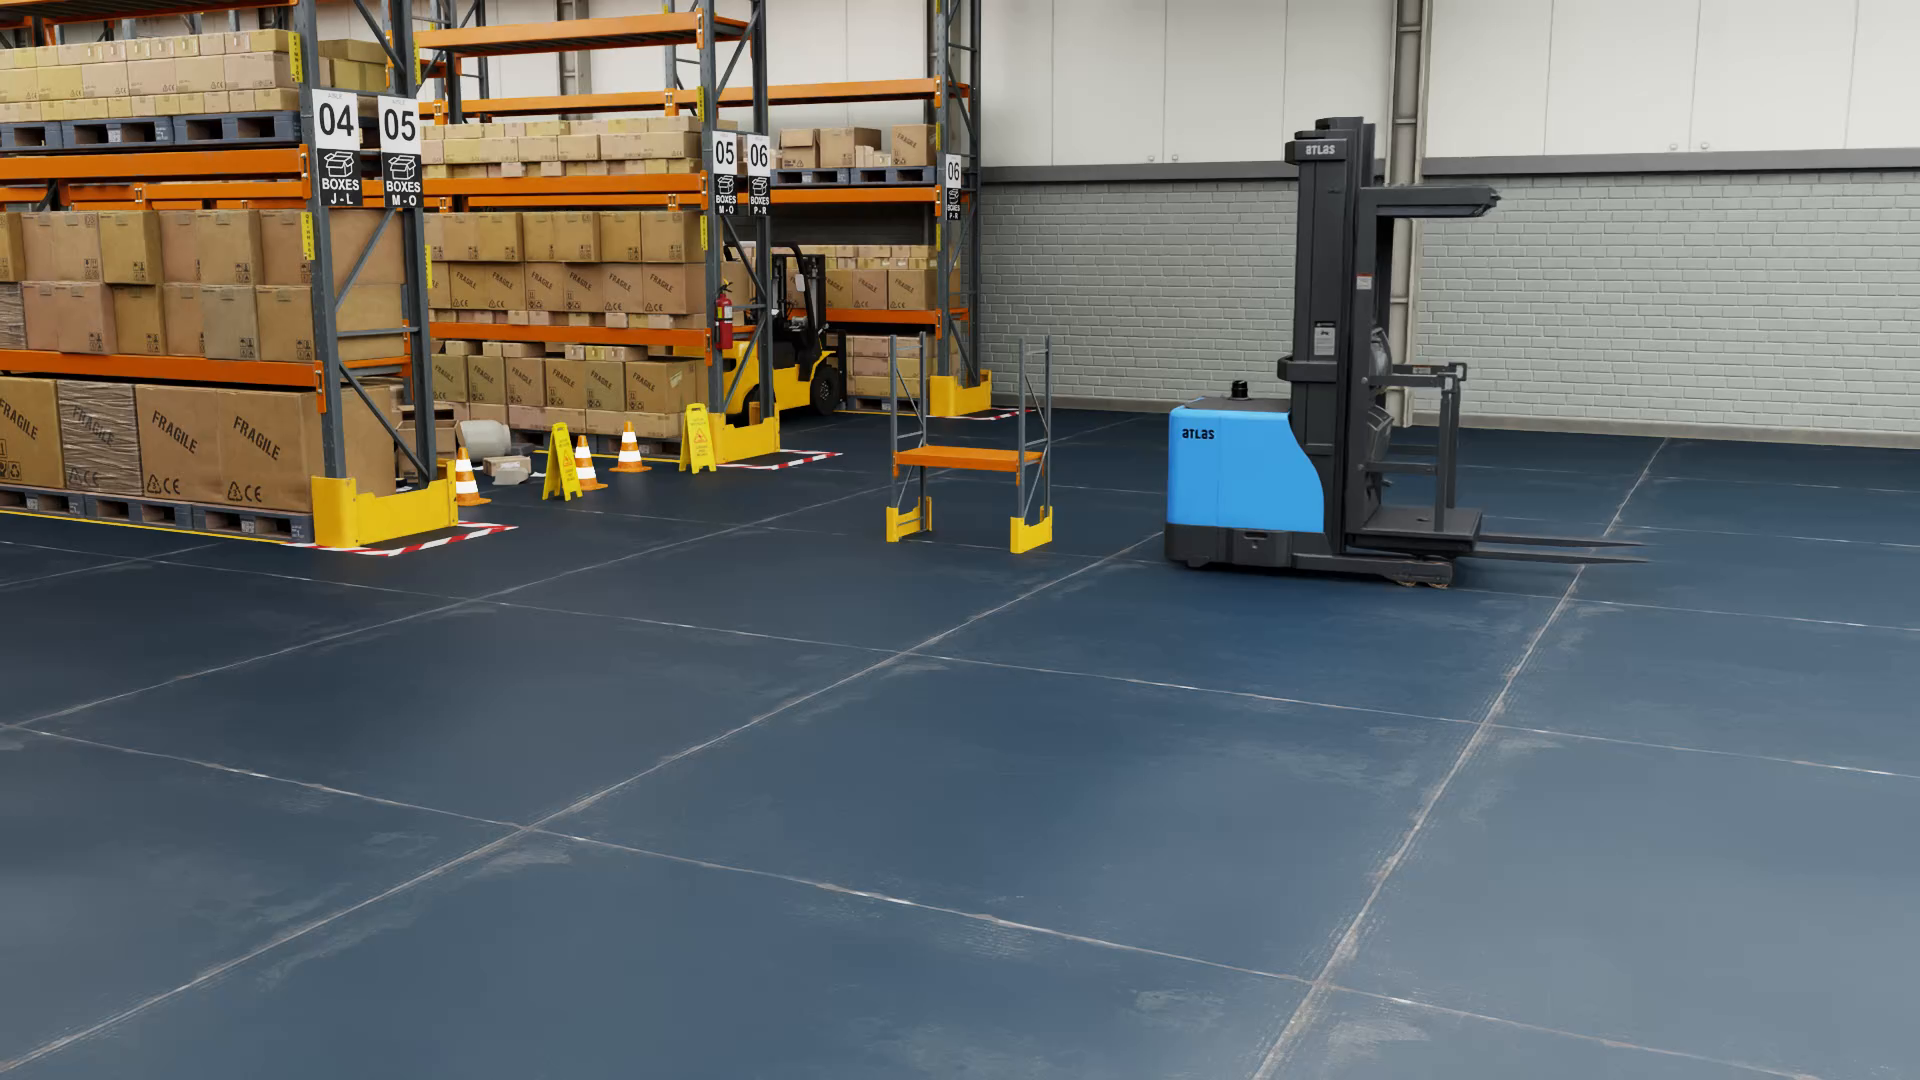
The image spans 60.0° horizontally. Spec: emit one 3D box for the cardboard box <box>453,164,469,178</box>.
[{"bbox_3d":[-5.136,-3.893,17.599,0.250,0.149,0.380,5,11,26],"label":"cardboard box"}]

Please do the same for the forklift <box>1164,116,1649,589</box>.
[{"bbox_3d":[2.947,-1.241,10.859,3.031,2.935,1.130,4,11,20],"label":"forklift"}]

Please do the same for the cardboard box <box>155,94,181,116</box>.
[{"bbox_3d":[-5.662,-3.182,12.213,0.250,0.149,0.380,5,11,25],"label":"cardboard box"}]

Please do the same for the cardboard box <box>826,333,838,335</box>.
[{"bbox_3d":[-1.928,-2.564,21.709,0.500,0.250,0.500,5,11,25],"label":"cardboard box"}]

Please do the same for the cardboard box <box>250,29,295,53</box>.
[{"bbox_3d":[-4.753,-3.495,11.701,0.250,0.149,0.380,5,11,26],"label":"cardboard box"}]

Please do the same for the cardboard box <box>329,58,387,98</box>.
[{"bbox_3d":[-4.620,-3.405,12.326,0.500,0.250,0.500,5,11,26],"label":"cardboard box"}]

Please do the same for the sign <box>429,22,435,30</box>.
[{"bbox_3d":[-7.414,-7.107,23.385,0.005,0.325,0.100,5,11,26],"label":"sign"}]

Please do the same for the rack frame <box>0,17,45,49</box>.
[{"bbox_3d":[-7.888,-4.789,13.423,0.127,3.000,1.000,5,11,26],"label":"rack frame"}]

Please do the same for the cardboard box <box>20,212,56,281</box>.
[{"bbox_3d":[-7.028,-2.383,13.520,0.550,0.550,0.875,5,11,26],"label":"cardboard box"}]

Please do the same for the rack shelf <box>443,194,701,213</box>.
[{"bbox_3d":[-5.389,-4.708,23.419,4.000,0.370,1.077,5,11,26],"label":"rack shelf"}]

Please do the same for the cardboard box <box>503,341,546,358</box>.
[{"bbox_3d":[-4.589,-2.007,17.513,0.250,0.149,0.380,6,12,29],"label":"cardboard box"}]

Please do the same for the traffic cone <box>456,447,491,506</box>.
[{"bbox_3d":[-4.149,-0.542,13.926,0.334,0.463,0.336,5,11,26],"label":"traffic cone"}]

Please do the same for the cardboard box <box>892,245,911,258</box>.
[{"bbox_3d":[-0.658,-3.637,20.966,0.250,0.149,0.380,5,11,26],"label":"cardboard box"}]

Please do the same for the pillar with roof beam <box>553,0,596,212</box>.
[{"bbox_3d":[-7.520,-6.049,20.387,0.400,9.000,9.100,5,11,26],"label":"pillar with roof beam"}]

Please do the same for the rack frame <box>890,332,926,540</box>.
[{"bbox_3d":[-0.379,-0.771,12.281,0.032,1.500,0.500,5,11,26],"label":"rack frame"}]

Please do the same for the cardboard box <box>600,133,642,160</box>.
[{"bbox_3d":[-3.224,-3.908,16.564,0.500,0.250,0.500,5,11,25],"label":"cardboard box"}]

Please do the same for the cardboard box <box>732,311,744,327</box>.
[{"bbox_3d":[-2.414,-2.256,16.981,0.250,0.149,0.380,5,11,26],"label":"cardboard box"}]

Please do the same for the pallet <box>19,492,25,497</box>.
[{"bbox_3d":[-8.613,-0.514,14.475,1.213,0.211,1.003,5,11,26],"label":"pallet"}]

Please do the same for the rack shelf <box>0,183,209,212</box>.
[{"bbox_3d":[-11.169,-4.230,20.779,4.000,0.370,1.077,5,11,26],"label":"rack shelf"}]

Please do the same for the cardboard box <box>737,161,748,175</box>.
[{"bbox_3d":[-2.355,-3.751,16.814,0.250,0.149,0.380,5,11,26],"label":"cardboard box"}]

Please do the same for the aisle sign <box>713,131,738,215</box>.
[{"bbox_3d":[-2.274,-3.548,16.113,0.004,0.787,0.394,5,11,26],"label":"aisle sign"}]

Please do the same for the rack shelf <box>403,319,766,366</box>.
[{"bbox_3d":[-3.995,-2.124,17.563,4.000,0.370,1.077,5,11,26],"label":"rack shelf"}]

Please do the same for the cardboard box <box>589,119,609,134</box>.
[{"bbox_3d":[-3.508,-4.137,16.708,0.250,0.149,0.380,5,11,26],"label":"cardboard box"}]

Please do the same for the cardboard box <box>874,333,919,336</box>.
[{"bbox_3d":[-0.805,-2.566,21.719,0.500,0.250,0.500,5,11,26],"label":"cardboard box"}]

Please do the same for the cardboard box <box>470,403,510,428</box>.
[{"bbox_3d":[-4.895,-1.359,17.859,0.500,0.250,0.500,6,12,29],"label":"cardboard box"}]

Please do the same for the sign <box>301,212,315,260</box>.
[{"bbox_3d":[-4.554,-2.122,11.619,0.005,0.325,0.100,5,11,26],"label":"sign"}]

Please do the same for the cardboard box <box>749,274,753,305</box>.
[{"bbox_3d":[-2.839,-3.363,22.106,0.500,0.500,0.500,5,12,27],"label":"cardboard box"}]

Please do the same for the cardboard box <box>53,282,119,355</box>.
[{"bbox_3d":[-6.617,-1.782,13.235,0.550,0.550,0.875,5,11,26],"label":"cardboard box"}]

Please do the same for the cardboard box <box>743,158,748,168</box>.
[{"bbox_3d":[-2.638,-4.892,21.662,0.250,0.149,0.380,5,12,28],"label":"cardboard box"}]

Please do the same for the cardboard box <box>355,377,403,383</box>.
[{"bbox_3d":[-6.906,-1.646,19.102,0.625,0.372,0.950,6,12,29],"label":"cardboard box"}]

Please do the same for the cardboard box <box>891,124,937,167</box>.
[{"bbox_3d":[-0.513,-4.890,20.665,0.500,0.500,0.500,5,12,28],"label":"cardboard box"}]

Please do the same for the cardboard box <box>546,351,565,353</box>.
[{"bbox_3d":[-4.682,-1.815,18.269,0.500,0.500,0.500,5,12,27],"label":"cardboard box"}]

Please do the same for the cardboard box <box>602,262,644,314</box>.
[{"bbox_3d":[-3.257,-2.555,16.808,0.500,0.500,0.500,5,11,26],"label":"cardboard box"}]

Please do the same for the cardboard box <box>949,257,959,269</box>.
[{"bbox_3d":[-0.198,-3.550,21.319,0.250,0.149,0.380,5,11,24],"label":"cardboard box"}]

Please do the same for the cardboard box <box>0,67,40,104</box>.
[{"bbox_3d":[-7.120,-3.519,12.952,0.500,0.250,0.500,5,11,25],"label":"cardboard box"}]

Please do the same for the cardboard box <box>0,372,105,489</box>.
[{"bbox_3d":[-7.355,-0.937,13.773,0.875,0.875,0.875,5,11,27],"label":"cardboard box"}]

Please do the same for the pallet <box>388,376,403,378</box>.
[{"bbox_3d":[-7.836,-2.436,25.099,1.213,0.211,1.003,5,11,26],"label":"pallet"}]

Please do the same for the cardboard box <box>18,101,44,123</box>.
[{"bbox_3d":[-7.031,-3.302,12.877,0.250,0.149,0.380,5,11,25],"label":"cardboard box"}]

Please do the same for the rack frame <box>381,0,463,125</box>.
[{"bbox_3d":[-5.789,-5.587,17.835,0.127,3.000,1.000,5,11,26],"label":"rack frame"}]

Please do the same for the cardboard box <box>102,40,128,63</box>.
[{"bbox_3d":[-6.121,-3.615,12.365,0.250,0.149,0.380,5,11,26],"label":"cardboard box"}]

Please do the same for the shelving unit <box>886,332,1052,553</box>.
[{"bbox_3d":[0.068,-0.732,12.063,1.083,1.500,0.587,5,11,26],"label":"shelving unit"}]

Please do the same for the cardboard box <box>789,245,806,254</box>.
[{"bbox_3d":[-2.019,-3.765,21.674,0.250,0.149,0.380,5,11,26],"label":"cardboard box"}]

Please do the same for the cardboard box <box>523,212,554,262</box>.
[{"bbox_3d":[-4.095,-3.140,17.231,0.500,0.500,0.700,5,11,25],"label":"cardboard box"}]

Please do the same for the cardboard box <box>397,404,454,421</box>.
[{"bbox_3d":[-5.430,-1.105,16.924,0.500,0.500,0.500,-4,11,-23],"label":"cardboard box"}]

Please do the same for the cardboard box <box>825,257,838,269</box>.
[{"bbox_3d":[-1.605,-3.561,21.383,0.250,0.149,0.380,5,11,26],"label":"cardboard box"}]

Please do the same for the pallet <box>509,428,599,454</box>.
[{"bbox_3d":[-4.073,-1.120,17.826,1.213,0.211,1.003,5,11,26],"label":"pallet"}]

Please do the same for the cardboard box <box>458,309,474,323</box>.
[{"bbox_3d":[-5.147,-2.408,17.818,0.250,0.149,0.380,5,11,26],"label":"cardboard box"}]

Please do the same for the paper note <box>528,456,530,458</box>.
[{"bbox_3d":[-4.417,-0.829,16.723,0.148,0.019,0.142,1,10,6],"label":"paper note"}]

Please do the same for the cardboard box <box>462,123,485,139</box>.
[{"bbox_3d":[-4.948,-4.240,17.280,0.250,0.149,0.380,5,11,25],"label":"cardboard box"}]

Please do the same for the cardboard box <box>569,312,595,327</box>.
[{"bbox_3d":[-3.809,-2.282,17.119,0.250,0.149,0.380,5,11,25],"label":"cardboard box"}]

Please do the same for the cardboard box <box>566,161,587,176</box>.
[{"bbox_3d":[-3.781,-3.761,16.874,0.250,0.149,0.380,5,11,24],"label":"cardboard box"}]

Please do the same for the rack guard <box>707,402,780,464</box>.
[{"bbox_3d":[-2.270,-1.096,16.883,0.348,0.500,1.175,5,11,26],"label":"rack guard"}]

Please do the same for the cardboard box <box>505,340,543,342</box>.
[{"bbox_3d":[-6.040,-2.680,24.106,0.625,0.625,0.875,5,12,28],"label":"cardboard box"}]

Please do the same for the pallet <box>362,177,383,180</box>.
[{"bbox_3d":[-6.295,-4.085,18.482,1.003,0.211,1.213,5,11,26],"label":"pallet"}]

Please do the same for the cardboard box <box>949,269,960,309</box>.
[{"bbox_3d":[-0.330,-3.246,21.461,0.500,0.500,0.500,5,12,28],"label":"cardboard box"}]

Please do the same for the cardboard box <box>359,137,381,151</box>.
[{"bbox_3d":[-6.376,-4.267,18.205,0.500,0.250,0.500,5,11,25],"label":"cardboard box"}]

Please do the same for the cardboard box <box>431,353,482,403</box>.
[{"bbox_3d":[-5.379,-1.768,18.015,0.500,0.500,0.500,6,12,29],"label":"cardboard box"}]

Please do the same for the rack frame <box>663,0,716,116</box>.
[{"bbox_3d":[-3.596,-6.381,22.217,0.127,3.000,1.000,5,11,26],"label":"rack frame"}]

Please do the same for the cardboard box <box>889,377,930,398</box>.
[{"bbox_3d":[-0.570,-1.953,21.143,0.500,0.250,0.500,5,11,26],"label":"cardboard box"}]
